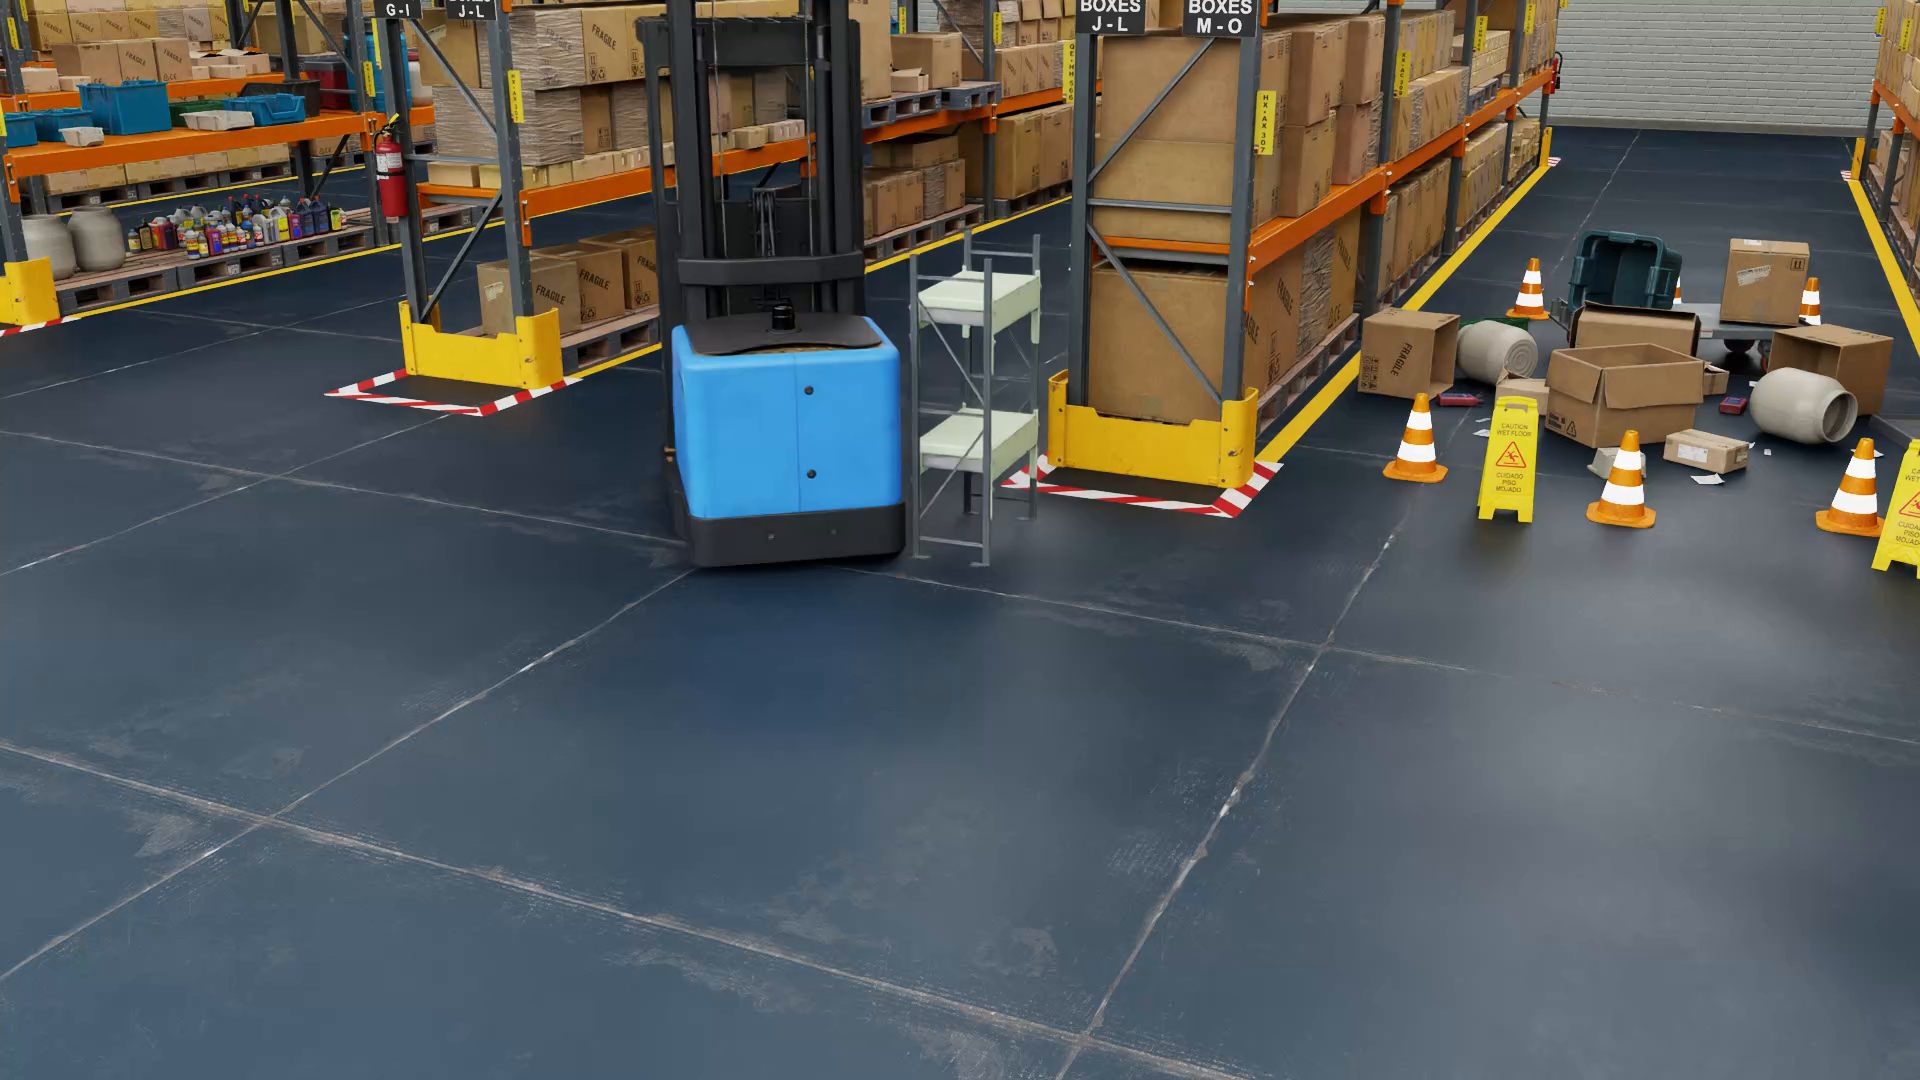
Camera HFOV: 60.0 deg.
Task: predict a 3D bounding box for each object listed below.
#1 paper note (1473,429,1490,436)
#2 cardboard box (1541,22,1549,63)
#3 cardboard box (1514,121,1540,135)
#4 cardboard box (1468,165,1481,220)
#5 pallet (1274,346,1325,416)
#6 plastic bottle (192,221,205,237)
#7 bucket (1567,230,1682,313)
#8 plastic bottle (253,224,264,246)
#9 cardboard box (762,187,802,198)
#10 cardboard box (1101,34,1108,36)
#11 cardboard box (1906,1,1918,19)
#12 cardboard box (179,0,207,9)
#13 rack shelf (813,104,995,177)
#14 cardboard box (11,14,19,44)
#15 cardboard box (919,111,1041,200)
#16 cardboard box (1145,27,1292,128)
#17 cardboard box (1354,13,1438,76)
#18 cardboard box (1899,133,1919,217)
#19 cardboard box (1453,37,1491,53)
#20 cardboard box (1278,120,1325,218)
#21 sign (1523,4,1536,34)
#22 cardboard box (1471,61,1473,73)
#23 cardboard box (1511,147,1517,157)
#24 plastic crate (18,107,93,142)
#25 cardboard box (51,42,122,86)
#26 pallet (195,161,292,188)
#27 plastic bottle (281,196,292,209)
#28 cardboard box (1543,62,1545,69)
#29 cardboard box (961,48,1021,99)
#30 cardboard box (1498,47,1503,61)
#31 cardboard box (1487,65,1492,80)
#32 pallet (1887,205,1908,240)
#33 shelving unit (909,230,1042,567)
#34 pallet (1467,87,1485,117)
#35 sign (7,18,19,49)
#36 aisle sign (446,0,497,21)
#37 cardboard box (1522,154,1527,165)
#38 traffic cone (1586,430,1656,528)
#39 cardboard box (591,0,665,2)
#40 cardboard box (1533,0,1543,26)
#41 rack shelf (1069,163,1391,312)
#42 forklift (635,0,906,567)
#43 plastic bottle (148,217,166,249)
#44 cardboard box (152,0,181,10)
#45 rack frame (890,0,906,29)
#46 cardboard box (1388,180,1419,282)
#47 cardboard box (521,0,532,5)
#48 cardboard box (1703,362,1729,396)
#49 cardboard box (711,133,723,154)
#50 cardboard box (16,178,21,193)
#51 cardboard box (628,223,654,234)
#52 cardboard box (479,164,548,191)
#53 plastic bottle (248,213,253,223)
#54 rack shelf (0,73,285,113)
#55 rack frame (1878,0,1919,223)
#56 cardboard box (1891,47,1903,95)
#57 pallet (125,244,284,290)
[{"bbox_3d":[3.277,-0.666,10.299,0.144,0.017,0.142,18,26,41],"label":"paper note"},{"bbox_3d":[7.291,-6.425,21.465,0.500,0.500,0.500,9,21,23],"label":"cardboard box"},{"bbox_3d":[7.524,-5.496,22.187,0.380,0.149,0.250,8,21,21],"label":"cardboard box"},{"bbox_3d":[5.104,-3.633,17.312,0.500,0.500,0.500,9,21,23],"label":"cardboard box"},{"bbox_3d":[1.860,-1.145,11.374,1.003,0.211,1.213,9,21,23],"label":"pallet"},{"bbox_3d":[-7.170,-2.897,15.659,0.097,0.201,0.097,0,20,0],"label":"plastic bottle"},{"bbox_3d":[4.789,-1.871,11.870,0.726,0.611,0.620,18,16,41],"label":"bucket"},{"bbox_3d":[-6.566,-2.852,15.531,0.097,0.201,0.097,0,20,0],"label":"plastic bottle"},{"bbox_3d":[-1.471,-2.981,15.447,0.700,0.500,0.500,7,21,19],"label":"cardboard box"},{"bbox_3d":[1.963,-6.746,21.622,0.500,0.500,0.500,9,21,23],"label":"cardboard box"},{"bbox_3d":[10.516,-5.553,17.964,0.500,0.500,0.500,8,21,22],"label":"cardboard box"},{"bbox_3d":[-12.200,-8.468,26.061,0.500,0.250,0.500,9,21,24],"label":"cardboard box"},{"bbox_3d":[-0.924,-4.039,16.423,1.077,0.370,4.000,9,21,23],"label":"rack shelf"},{"bbox_3d":[-13.709,-7.405,24.192,0.500,0.500,0.500,9,21,23],"label":"cardboard box"},{"bbox_3d":[0.197,-4.394,18.892,1.225,0.875,0.875,8,21,20],"label":"cardboard box"},{"bbox_3d":[1.432,-2.701,9.750,0.875,0.550,0.550,9,21,23],"label":"cardboard box"},{"bbox_3d":[3.772,-4.348,14.577,0.700,0.500,0.500,8,21,22],"label":"cardboard box"},{"bbox_3d":[10.394,-3.848,17.358,0.875,0.875,0.875,9,22,24],"label":"cardboard box"},{"bbox_3d":[5.387,-5.230,17.558,0.380,0.149,0.250,8,21,22],"label":"cardboard box"},{"bbox_3d":[1.763,-2.348,10.369,0.875,0.550,0.550,9,21,23],"label":"cardboard box"},{"bbox_3d":[6.525,-5.971,19.054,0.100,0.325,0.005,9,21,23],"label":"sign"},{"bbox_3d":[4.869,-4.701,16.514,0.380,0.149,0.250,10,22,25],"label":"cardboard box"},{"bbox_3d":[6.793,-4.894,20.938,0.380,0.149,0.250,10,22,25],"label":"cardboard box"},{"bbox_3d":[-7.696,-3.545,14.182,0.499,0.251,0.408,9,21,23],"label":"plastic crate"},{"bbox_3d":[-10.234,-5.567,19.498,0.500,0.500,0.500,10,22,27],"label":"cardboard box"},{"bbox_3d":[-9.513,-4.789,21.621,1.003,0.211,1.213,9,21,23],"label":"pallet"},{"bbox_3d":[-6.792,-3.331,16.772,0.097,0.271,0.097,0,20,0],"label":"plastic bottle"},{"bbox_3d":[7.643,-6.396,22.351,0.380,0.149,0.250,9,21,23],"label":"cardboard box"},{"bbox_3d":[0.343,-5.148,18.317,0.500,0.500,0.500,9,22,24],"label":"cardboard box"},{"bbox_3d":[5.823,-5.415,18.524,0.380,0.149,0.250,10,22,25],"label":"cardboard box"},{"bbox_3d":[5.505,-5.033,17.892,0.380,0.149,0.250,10,22,25],"label":"cardboard box"},{"bbox_3d":[10.327,-3.292,17.411,1.003,0.211,1.213,9,21,23],"label":"pallet"},{"bbox_3d":[0.085,-0.716,8.243,0.431,1.500,0.755,7,21,19],"label":"shelving unit"},{"bbox_3d":[4.574,-4.420,16.706,1.213,0.211,1.003,9,21,23],"label":"pallet"},{"bbox_3d":[-10.272,-5.496,18.037,0.100,0.325,0.005,9,21,23],"label":"sign"},{"bbox_3d":[-3.132,-3.708,10.540,0.394,0.787,0.004,9,21,23],"label":"aisle sign"},{"bbox_3d":[7.163,-4.982,21.630,0.380,0.149,0.250,9,21,24],"label":"cardboard box"},{"bbox_3d":[3.508,-0.345,8.749,0.336,0.463,0.334,9,21,23],"label":"traffic cone"},{"bbox_3d":[-2.567,-4.016,13.200,0.500,0.500,0.500,9,21,23],"label":"cardboard box"},{"bbox_3d":[6.857,-6.574,20.391,0.500,0.500,0.500,9,21,24],"label":"cardboard box"},{"bbox_3d":[1.922,-2.105,10.984,1.077,0.370,4.000,9,21,23],"label":"rack shelf"},{"bbox_3d":[-1.102,-1.710,8.903,1.130,2.935,3.031,-4,20,-12],"label":"forklift"},{"bbox_3d":[-7.419,-2.842,15.392,0.152,0.276,0.135,9,21,23],"label":"plastic bottle"},{"bbox_3d":[-12.408,-8.312,25.623,0.500,0.250,0.500,9,21,24],"label":"cardboard box"},{"bbox_3d":[-1.347,-8.114,26.809,1.000,3.000,0.127,9,21,23],"label":"rack frame"},{"bbox_3d":[3.312,-2.689,14.285,1.050,0.750,0.750,9,21,23],"label":"cardboard box"},{"bbox_3d":[-6.842,-8.354,25.841,0.500,0.500,0.500,8,21,21],"label":"cardboard box"},{"bbox_3d":[5.007,-1.164,11.345,0.258,0.266,0.396,-5,20,-15],"label":"cardboard box"},{"bbox_3d":[-2.119,-3.167,13.271,0.380,0.149,0.250,9,21,23],"label":"cardboard box"},{"bbox_3d":[-10.873,-4.196,19.267,0.500,0.250,0.500,8,21,22],"label":"cardboard box"},{"bbox_3d":[-2.353,-2.293,13.544,0.500,0.500,0.500,7,21,18],"label":"cardboard box"},{"bbox_3d":[-3.046,-2.480,11.340,0.380,0.149,0.250,9,21,23],"label":"cardboard box"},{"bbox_3d":[-6.640,-2.945,15.670,0.061,0.283,0.133,9,21,23],"label":"plastic bottle"},{"bbox_3d":[-9.960,-5.399,20.248,1.077,0.370,4.000,9,21,23],"label":"rack shelf"},{"bbox_3d":[10.574,-4.852,17.636,1.000,3.000,0.127,9,21,23],"label":"rack frame"},{"bbox_3d":[10.737,-5.234,18.561,0.500,0.500,0.500,8,21,21],"label":"cardboard box"},{"bbox_3d":[-7.072,-2.558,15.347,1.003,0.211,1.213,9,21,23],"label":"pallet"}]
